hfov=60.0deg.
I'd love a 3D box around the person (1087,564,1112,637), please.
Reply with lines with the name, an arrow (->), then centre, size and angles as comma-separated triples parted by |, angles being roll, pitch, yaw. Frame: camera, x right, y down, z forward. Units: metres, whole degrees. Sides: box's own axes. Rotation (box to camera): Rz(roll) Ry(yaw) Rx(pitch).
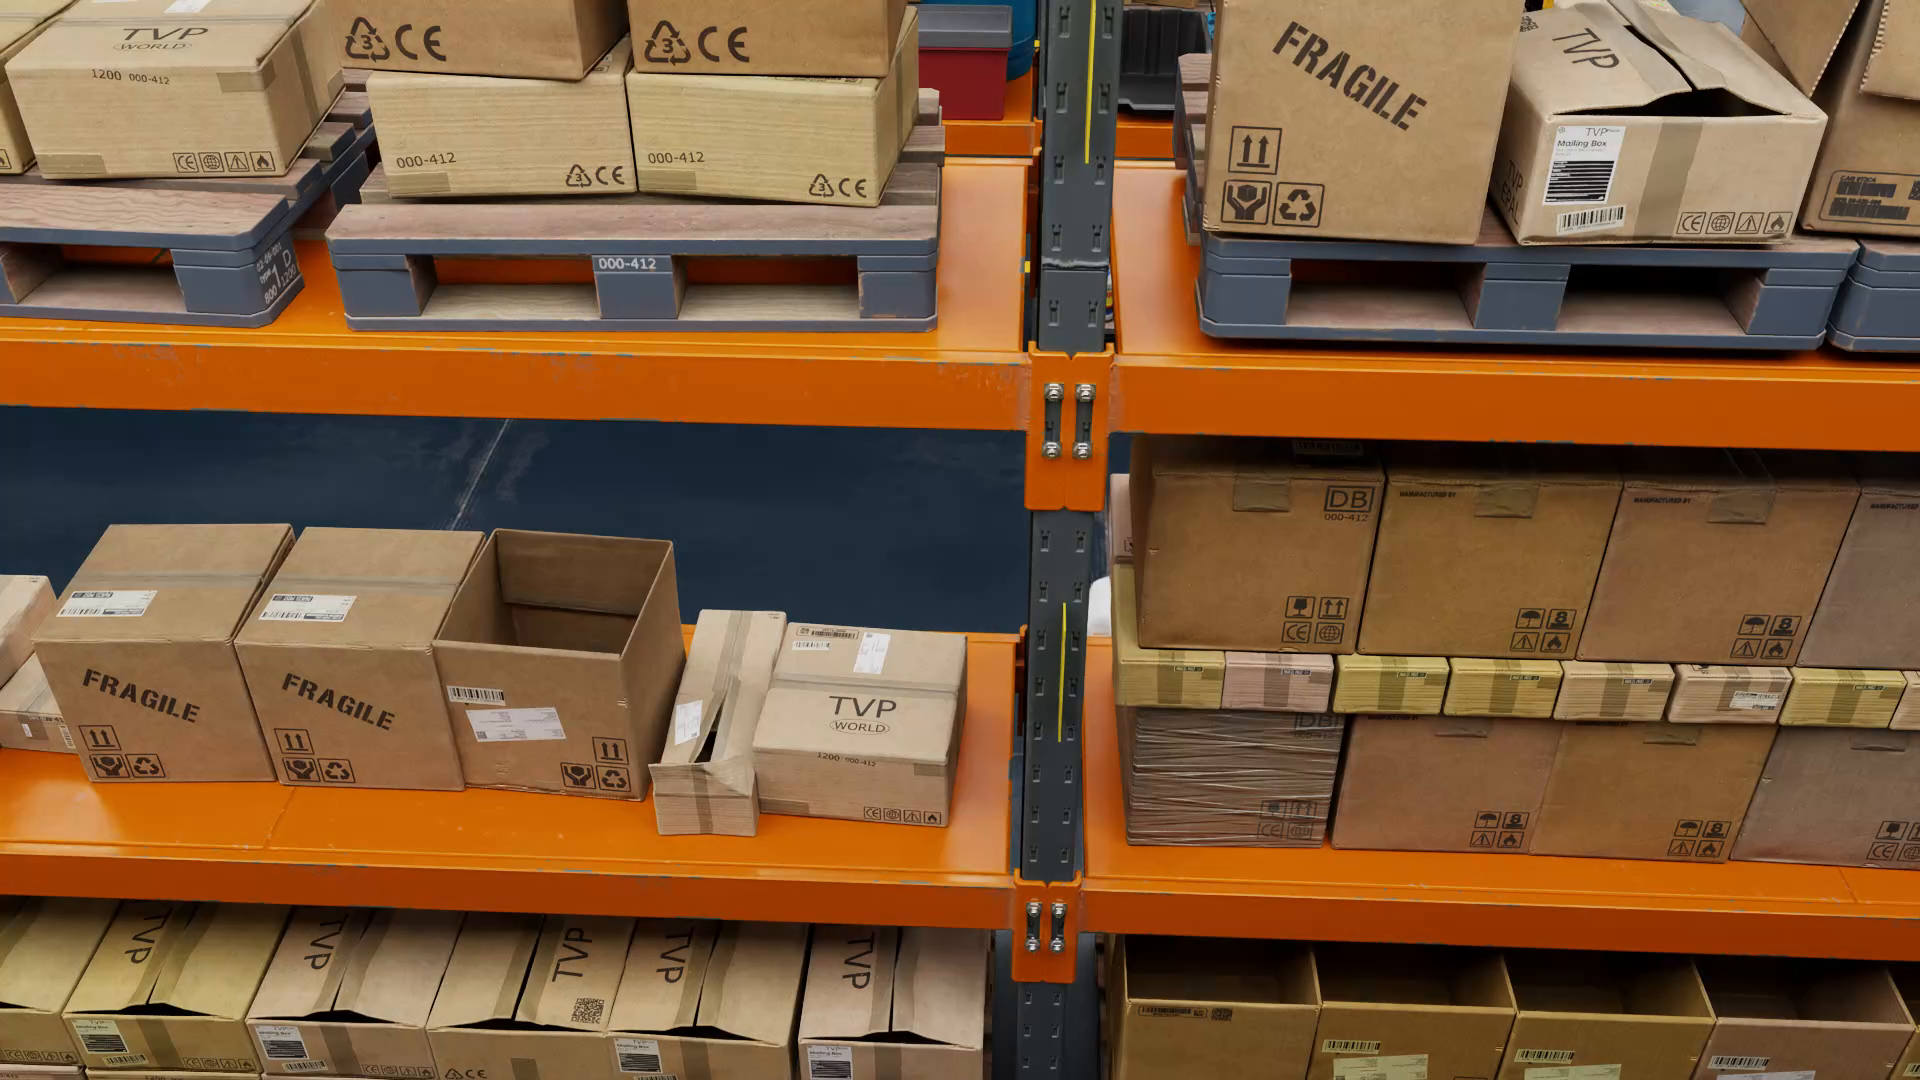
person -> 0.855, 0.475, 6.237 | 0.898, 0.823, 0.455 | 1, 36, 1
